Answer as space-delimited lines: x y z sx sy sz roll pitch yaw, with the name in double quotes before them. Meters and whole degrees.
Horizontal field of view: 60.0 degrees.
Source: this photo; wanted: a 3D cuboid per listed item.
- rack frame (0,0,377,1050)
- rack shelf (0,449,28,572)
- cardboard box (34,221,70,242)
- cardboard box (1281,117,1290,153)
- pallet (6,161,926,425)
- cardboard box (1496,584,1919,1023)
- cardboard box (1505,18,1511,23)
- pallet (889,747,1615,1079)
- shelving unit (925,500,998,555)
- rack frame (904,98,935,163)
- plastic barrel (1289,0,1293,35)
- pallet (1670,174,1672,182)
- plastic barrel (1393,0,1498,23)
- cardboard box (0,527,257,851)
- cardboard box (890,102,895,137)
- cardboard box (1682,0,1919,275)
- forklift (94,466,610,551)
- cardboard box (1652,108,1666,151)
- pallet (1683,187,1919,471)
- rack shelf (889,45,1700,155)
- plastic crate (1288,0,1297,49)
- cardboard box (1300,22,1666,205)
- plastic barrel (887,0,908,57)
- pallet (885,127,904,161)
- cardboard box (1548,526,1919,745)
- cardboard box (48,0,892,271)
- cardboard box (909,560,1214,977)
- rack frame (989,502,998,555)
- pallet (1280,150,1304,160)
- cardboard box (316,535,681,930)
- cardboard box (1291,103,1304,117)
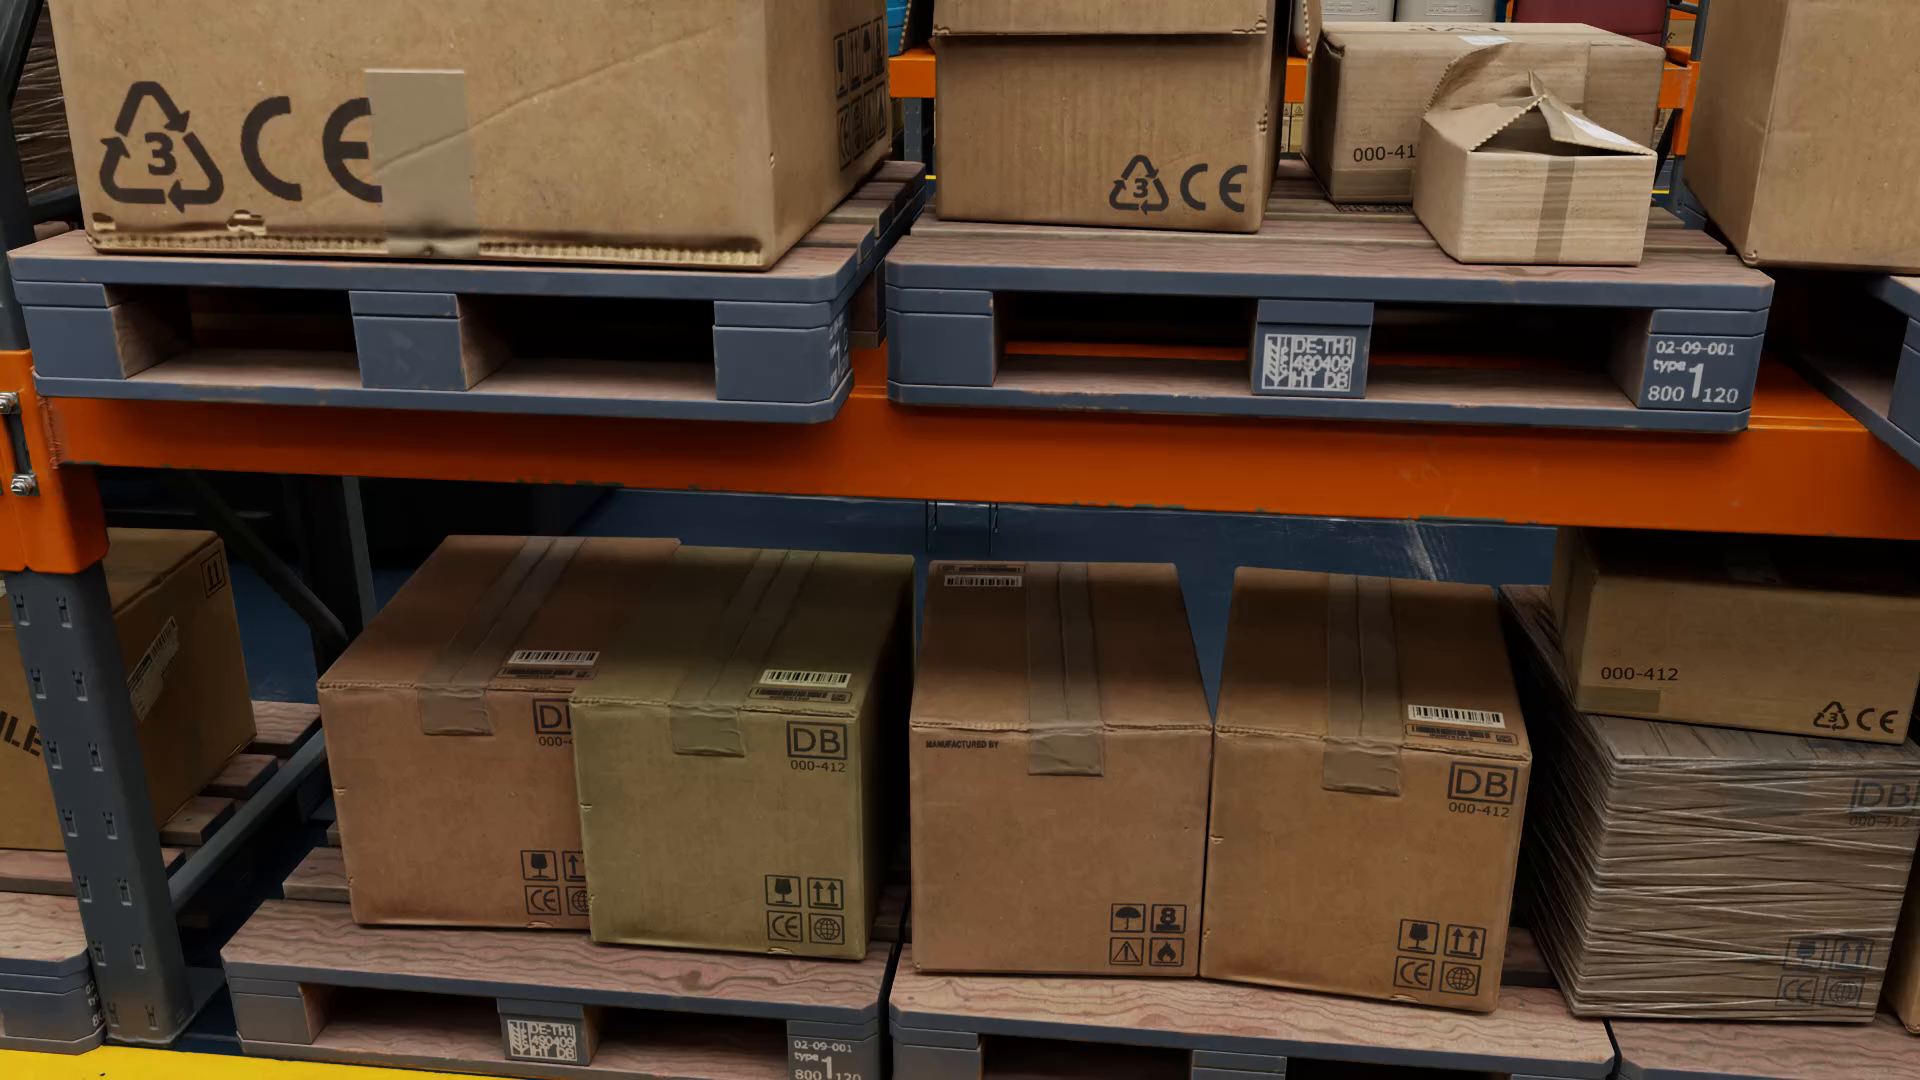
"rack frame" -1.457 -0.641 2.982 0.127 3.000 1.000 2 22 6
"rack shelf" -3.444 -0.393 3.333 4.000 0.370 1.077 2 22 6
"cardboard box" -1.706 -0.426 2.780 0.250 0.149 0.380 2 22 6
"cardboard box" 2.122 -2.979 12.064 0.500 0.250 0.500 3 22 8
"pallet" -0.716 -0.466 2.799 1.213 0.211 1.003 2 22 6
"cardboard box" 1.295 0.449 3.026 0.500 0.500 0.700 1 22 2
"cardboard box" 4.978 -5.009 16.383 0.750 0.750 0.750 2 22 6
"pallet" 0.531 0.741 3.279 1.213 0.211 1.003 2 22 6
"shelving unit" 0.008 -0.418 5.273 0.210 0.900 0.258 2 22 6
"rack frame" -0.288 -4.258 12.130 0.127 3.000 1.000 2 22 6
"plastic barrel" 1.208 -2.341 7.096 0.433 0.535 0.433 0 22 0
"pallet" 5.629 -2.688 11.952 1.213 0.211 1.003 2 22 6
"plastic barrel" 2.051 -2.295 7.013 0.421 0.512 0.421 0 22 0
"cardboard box" -1.850 0.294 3.445 0.500 0.500 0.500 2 22 5
"cardboard box" -0.774 -3.115 12.407 0.500 0.250 0.500 2 22 6
"cardboard box" 1.408 -0.706 2.439 0.500 0.500 0.700 6 22 14
"forklift" -2.712 -1.518 5.293 3.031 2.935 1.130 3 22 7
"cardboard box" 4.623 -2.982 11.705 0.500 0.500 0.500 2 22 4
"pallet" 1.795 -0.371 2.559 1.003 0.211 1.213 2 22 6
"rack shelf" 1.112 -2.028 7.469 4.000 0.370 1.077 2 22 6
"plastic crate" 1.529 -2.488 7.566 0.583 0.464 0.402 2 22 6
"cardboard box" 0.877 -0.750 2.890 0.500 0.250 0.500 2 22 5
"plastic barrel" -0.527 -2.555 7.141 0.708 0.901 0.600 2 22 6
"pallet" -1.073 -3.011 12.768 1.213 0.211 1.003 2 22 6
"cardboard box" 1.318 0.104 2.879 0.500 0.250 0.500 5 22 12
"cardboard box" -0.685 -1.030 2.578 1.000 1.000 1.000 3 22 7
"cardboard box" 0.177 0.403 3.143 0.500 0.500 0.700 1 22 2
"rack frame" 0.109 -0.414 5.262 0.006 0.900 0.240 2 22 6
"pallet" 2.871 -2.838 12.331 1.213 0.211 1.003 2 22 6
"cardboard box" -0.850 0.351 3.273 0.500 0.500 0.700 1 22 2
"cardboard box" 2.618 -3.215 11.898 0.500 0.311 0.500 2 22 5
